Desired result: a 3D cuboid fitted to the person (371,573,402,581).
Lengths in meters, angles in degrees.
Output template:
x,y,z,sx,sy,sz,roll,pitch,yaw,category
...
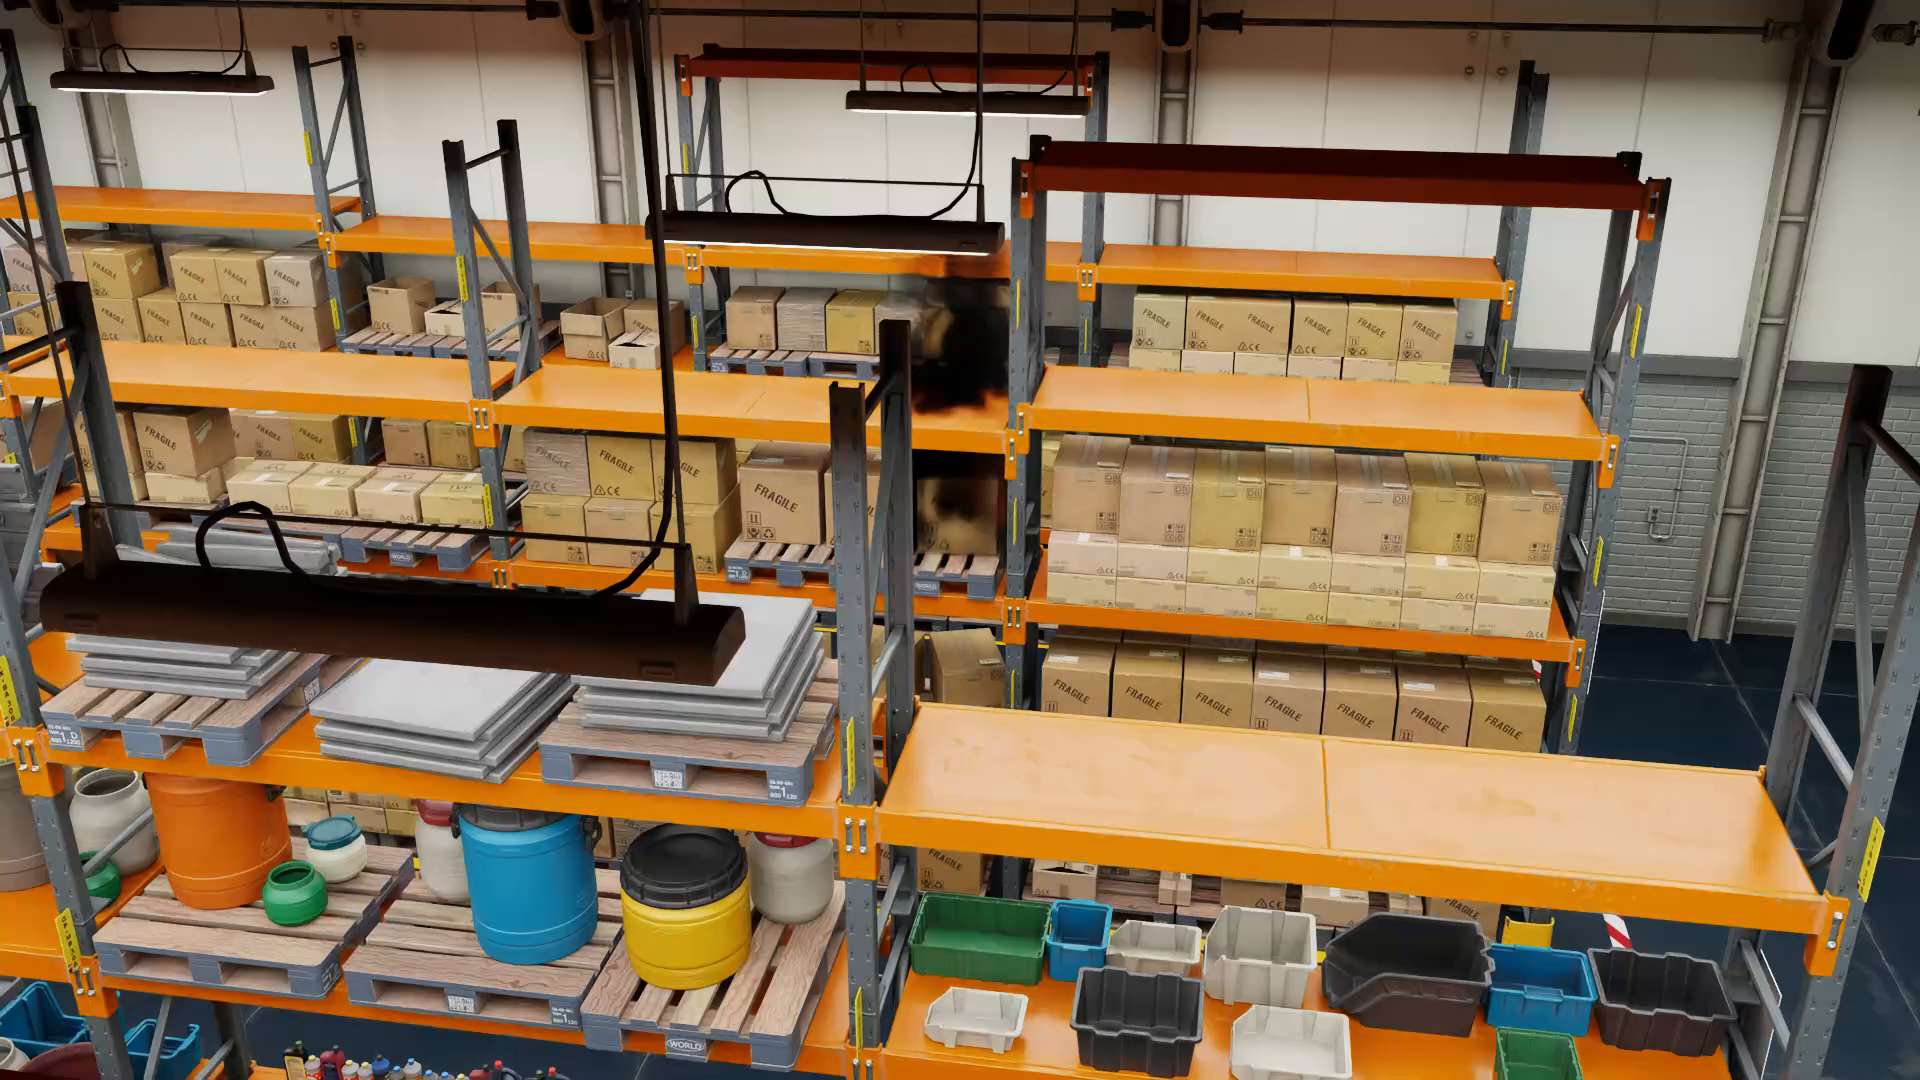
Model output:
x,y,z,sx,sy,sz,roll,pitch,yaw,category
-5.338,1.007,15.920,0.808,1.665,0.607,4,23,8,person
